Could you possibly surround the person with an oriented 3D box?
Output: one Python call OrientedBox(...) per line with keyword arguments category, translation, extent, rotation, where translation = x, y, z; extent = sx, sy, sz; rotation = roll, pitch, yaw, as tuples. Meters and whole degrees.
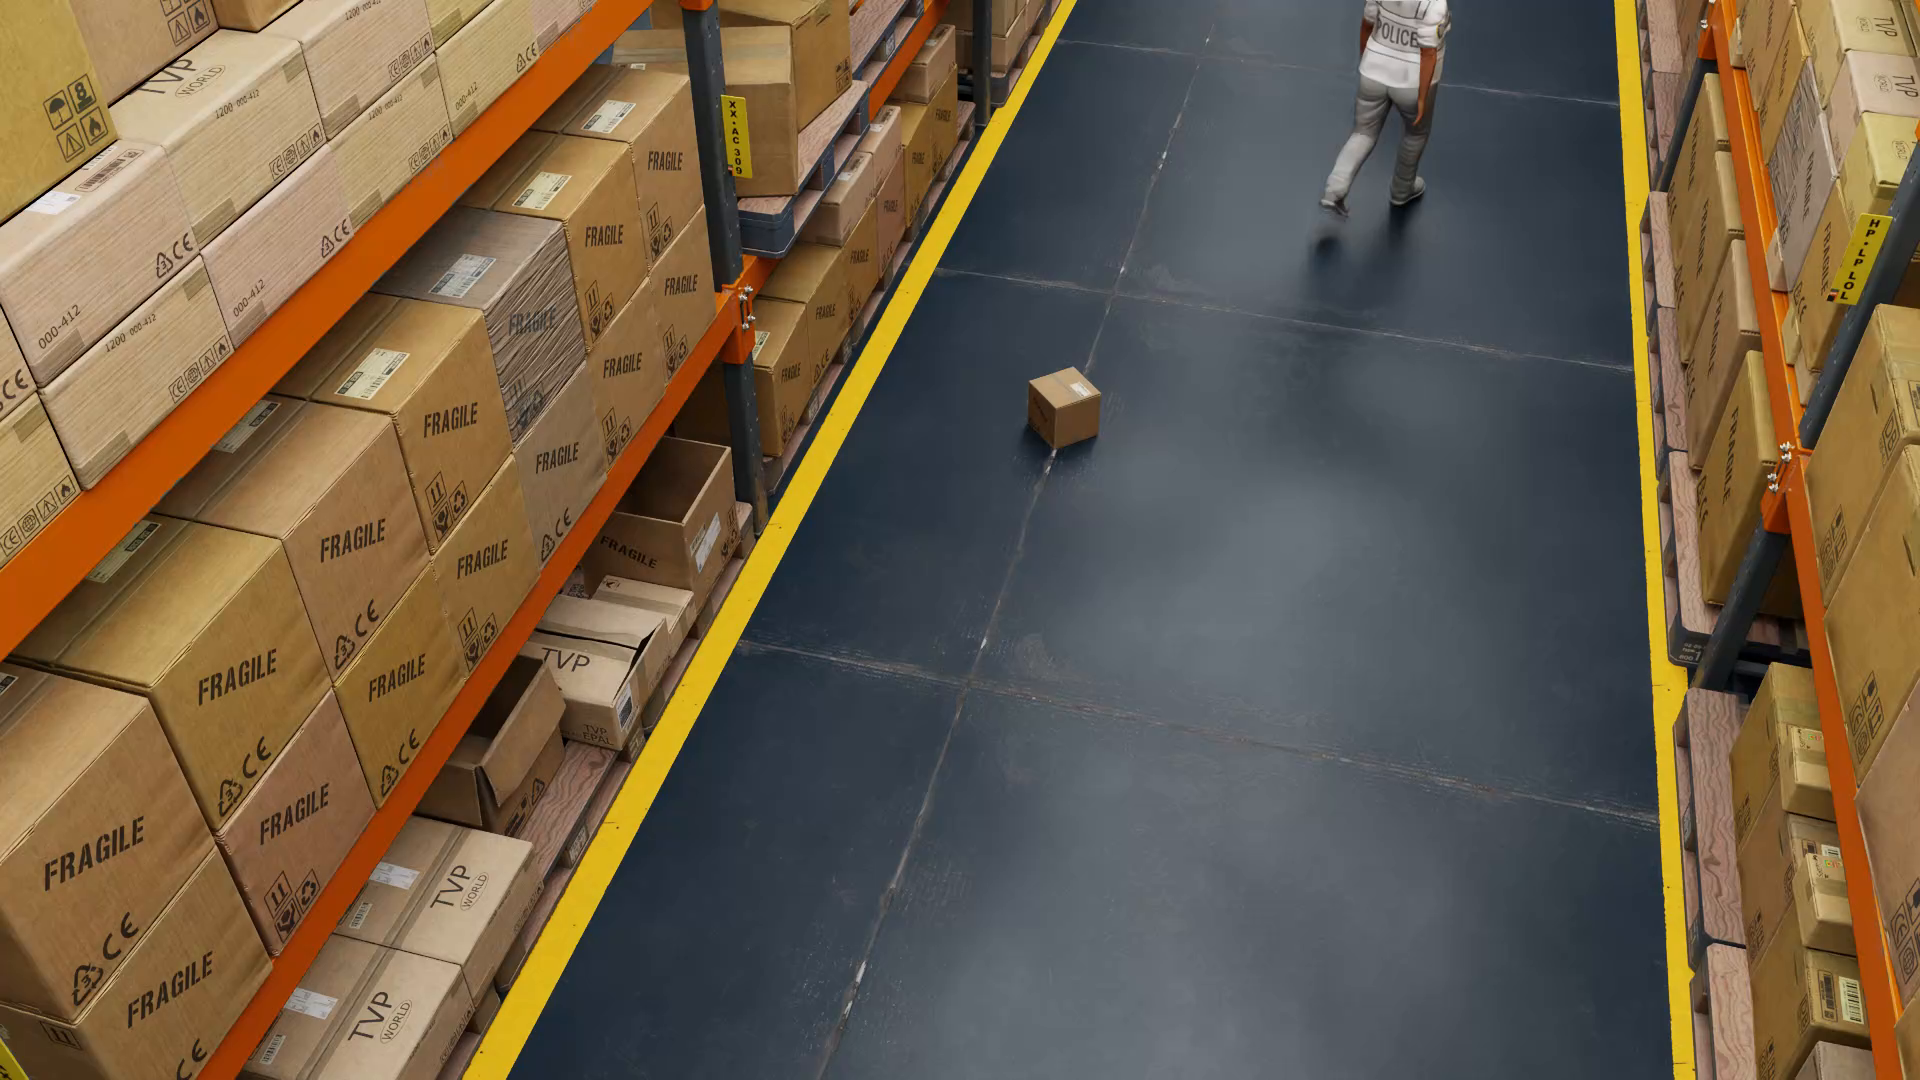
OrientedBox(category="person", translation=(2.339, -2.498, 8.993), extent=(0.490, 1.624, 0.893), rotation=(27, 48, 28))
